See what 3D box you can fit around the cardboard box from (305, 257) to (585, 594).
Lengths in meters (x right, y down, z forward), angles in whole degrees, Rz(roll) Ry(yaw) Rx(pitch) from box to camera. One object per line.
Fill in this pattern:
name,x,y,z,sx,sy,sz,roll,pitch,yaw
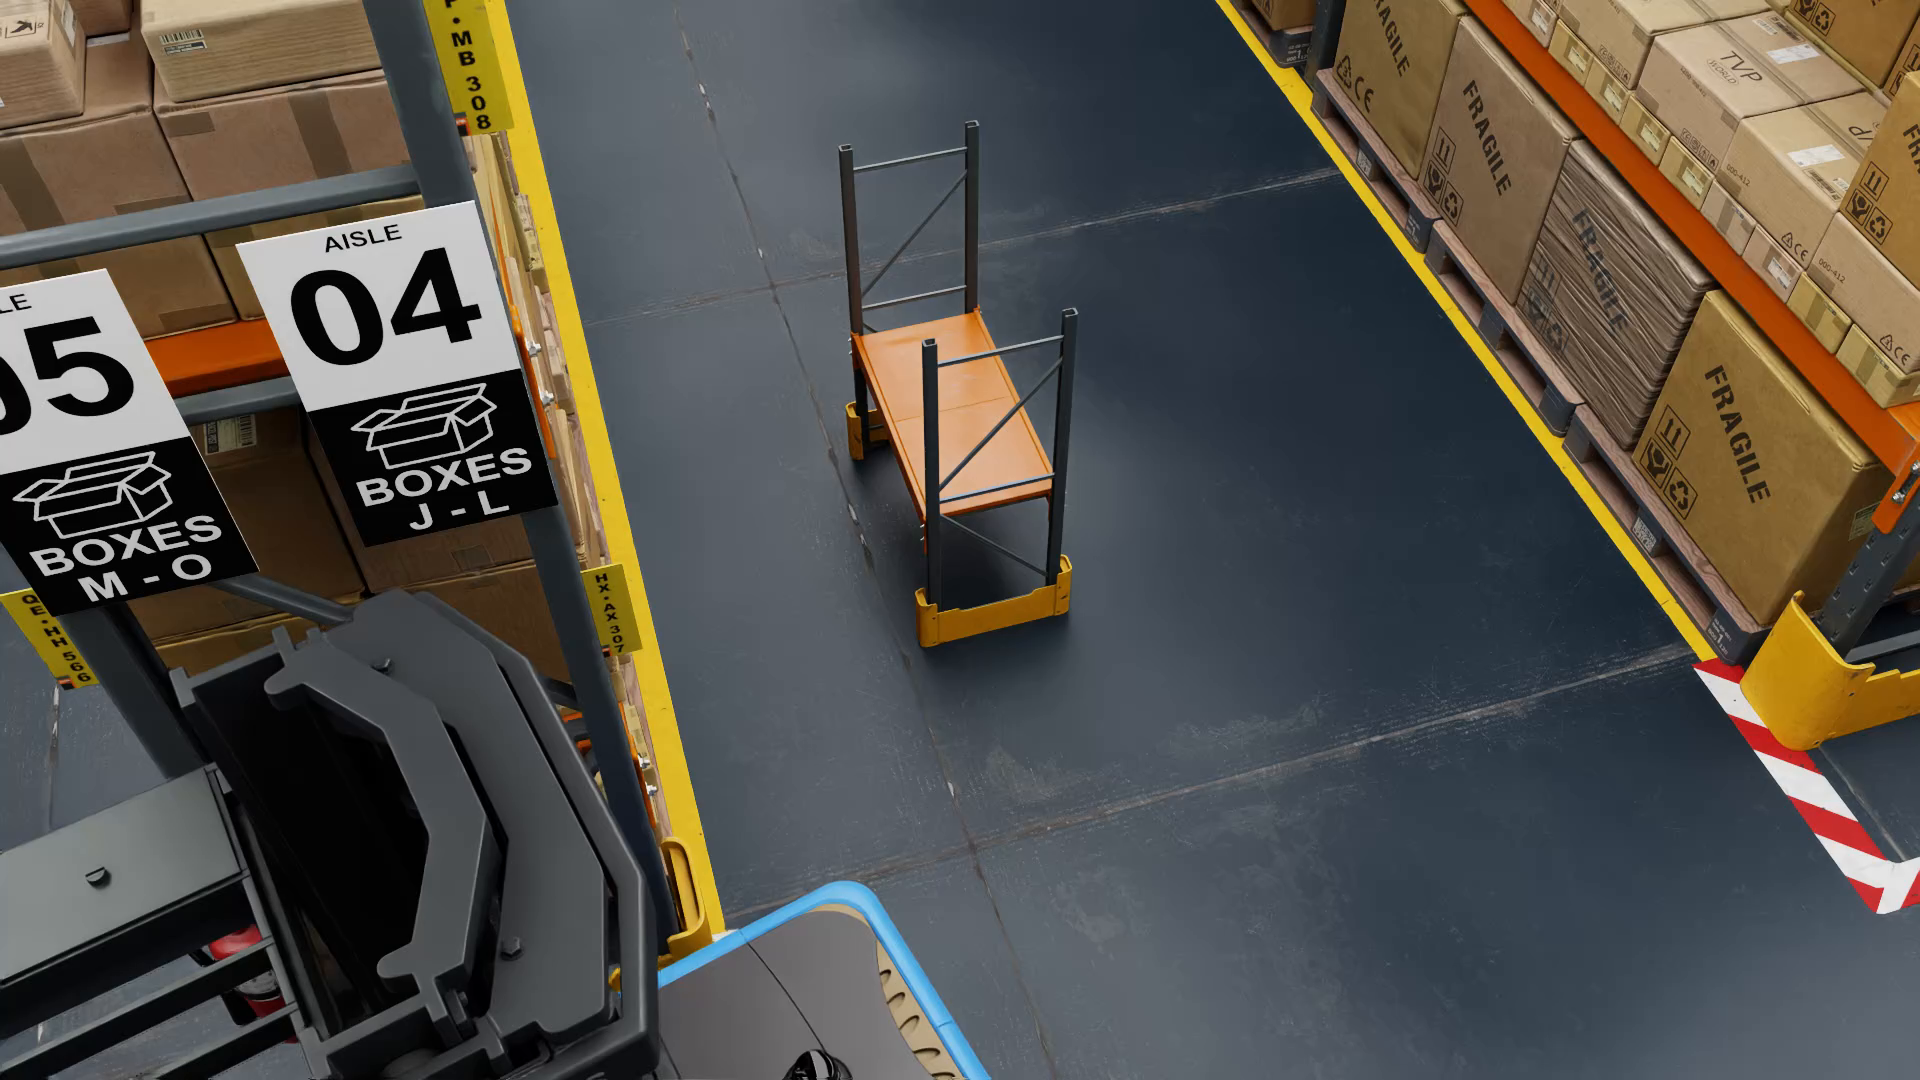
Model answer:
cardboard box,-1.209,-0.269,3.891,0.500,0.500,0.500,-14,51,-11

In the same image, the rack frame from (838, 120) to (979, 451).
rack frame,-0.176,-0.917,6.332,0.500,1.500,0.032,-13,51,-11

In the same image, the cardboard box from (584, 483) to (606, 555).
cardboard box,-1.543,-0.033,6.195,0.380,0.149,0.250,-16,52,-13

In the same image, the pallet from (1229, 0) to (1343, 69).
pallet,1.955,-3.048,8.971,1.003,0.211,1.213,-13,51,-11

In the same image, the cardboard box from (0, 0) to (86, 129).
cardboard box,-1.709,-0.815,2.814,0.380,0.149,0.250,-14,51,-11

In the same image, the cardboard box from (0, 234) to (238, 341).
cardboard box,-1.717,-0.622,3.238,0.500,0.250,0.500,-14,51,-12

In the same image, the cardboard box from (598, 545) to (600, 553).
cardboard box,-1.256,-0.046,4.781,0.380,0.149,0.250,-15,51,-12

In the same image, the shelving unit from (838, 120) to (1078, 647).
shelving unit,-0.023,-0.539,6.013,0.587,1.500,1.083,-13,51,-11

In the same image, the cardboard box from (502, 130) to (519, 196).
cardboard box,-1.802,-1.448,5.538,0.500,0.500,0.500,-14,51,-11

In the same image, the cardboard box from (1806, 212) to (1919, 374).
cardboard box,3.041,-0.820,5.173,0.500,0.250,0.500,-14,51,-12

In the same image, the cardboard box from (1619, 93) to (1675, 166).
cardboard box,2.638,-1.518,6.022,0.380,0.149,0.250,-13,51,-11

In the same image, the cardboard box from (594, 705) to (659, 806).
cardboard box,-1.160,0.701,5.187,0.380,0.149,0.250,-15,52,-13

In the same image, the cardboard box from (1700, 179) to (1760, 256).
cardboard box,2.793,-1.140,5.703,0.380,0.149,0.250,-13,51,-10

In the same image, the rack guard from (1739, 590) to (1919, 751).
rack guard,3.445,0.345,5.922,1.175,0.500,0.348,-13,51,-11

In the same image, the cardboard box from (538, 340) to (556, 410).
cardboard box,-1.381,-0.334,4.600,0.500,0.500,0.500,-13,51,-11

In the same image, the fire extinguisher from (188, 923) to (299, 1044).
fire extinguisher,-1.696,1.003,4.027,0.296,0.674,0.183,-13,51,-11

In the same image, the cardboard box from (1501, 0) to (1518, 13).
cardboard box,2.336,-2.265,6.652,0.380,0.149,0.250,-14,51,-11

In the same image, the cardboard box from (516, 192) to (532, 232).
cardboard box,-2.024,-1.312,7.079,0.380,0.149,0.250,-16,52,-13

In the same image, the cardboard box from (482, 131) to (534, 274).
cardboard box,-1.497,-1.021,4.525,0.500,0.500,0.500,-14,51,-12

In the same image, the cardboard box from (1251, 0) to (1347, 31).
cardboard box,2.047,-3.313,8.486,1.225,0.875,0.875,-13,51,-11

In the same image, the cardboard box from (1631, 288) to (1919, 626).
cardboard box,3.172,-0.378,6.012,0.875,0.875,0.875,-13,51,-11

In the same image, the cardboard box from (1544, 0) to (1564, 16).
cardboard box,2.445,-2.304,6.423,0.500,0.250,0.500,-12,51,-10

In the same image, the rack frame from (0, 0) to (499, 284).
rack frame,-1.330,-1.364,1.804,1.000,3.000,0.127,-13,51,-11

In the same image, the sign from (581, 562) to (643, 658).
sign,-0.812,0.167,3.870,0.100,0.325,0.005,-13,51,-11

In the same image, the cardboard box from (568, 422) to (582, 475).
cardboard box,-1.568,-0.255,5.994,0.380,0.149,0.250,-13,51,-10

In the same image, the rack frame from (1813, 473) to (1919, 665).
rack frame,3.438,-0.478,4.981,1.000,3.000,0.127,-13,51,-11

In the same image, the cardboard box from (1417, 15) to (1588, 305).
cardboard box,2.640,-1.693,7.120,0.875,0.875,0.875,-13,51,-11

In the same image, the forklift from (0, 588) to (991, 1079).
forklift,-1.299,1.522,3.340,3.031,2.935,1.130,-25,54,-19

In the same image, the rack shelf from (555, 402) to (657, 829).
rack shelf,-1.921,-0.660,5.604,1.077,0.370,4.000,-13,51,-11

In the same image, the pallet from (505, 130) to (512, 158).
pallet,-2.744,-2.022,8.106,1.003,0.211,1.213,-13,51,-11

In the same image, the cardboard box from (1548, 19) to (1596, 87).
cardboard box,2.487,-1.890,6.335,0.380,0.149,0.250,-15,51,-12

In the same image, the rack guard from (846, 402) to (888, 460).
rack guard,-0.170,-0.500,6.798,0.587,0.250,0.087,-13,51,-11

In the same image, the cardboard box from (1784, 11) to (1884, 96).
cardboard box,3.249,-1.684,5.901,0.500,0.250,0.500,-15,51,-12

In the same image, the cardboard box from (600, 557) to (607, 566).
cardboard box,-1.396,0.233,5.777,0.380,0.149,0.250,-12,51,-10

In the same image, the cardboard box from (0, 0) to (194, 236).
cardboard box,-1.709,-0.789,3.052,0.500,0.250,0.500,-15,51,-12

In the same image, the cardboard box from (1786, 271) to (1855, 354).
cardboard box,2.940,-0.773,5.393,0.380,0.149,0.250,-13,51,-11

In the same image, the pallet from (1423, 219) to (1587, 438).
pallet,2.770,-1.035,7.275,1.003,0.211,1.213,-13,51,-11

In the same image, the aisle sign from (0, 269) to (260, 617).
aisle sign,-1.595,-0.148,3.002,0.394,0.787,0.004,-13,51,-11

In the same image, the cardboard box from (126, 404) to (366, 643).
cardboard box,-1.703,-0.159,3.798,0.500,0.500,0.500,-14,51,-12

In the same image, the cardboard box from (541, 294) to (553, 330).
cardboard box,-1.935,-0.972,6.987,0.380,0.149,0.250,-15,51,-12

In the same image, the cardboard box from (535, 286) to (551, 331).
cardboard box,-1.794,-0.818,6.468,0.380,0.149,0.250,-16,52,-13

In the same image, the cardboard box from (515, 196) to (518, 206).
cardboard box,-2.045,-1.382,6.944,0.380,0.149,0.250,-13,51,-11

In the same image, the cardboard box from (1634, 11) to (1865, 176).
cardboard box,2.741,-1.562,5.798,0.500,0.250,0.500,-15,51,-12

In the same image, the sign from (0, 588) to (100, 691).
sign,-1.866,0.205,3.441,0.100,0.325,0.005,-13,51,-11

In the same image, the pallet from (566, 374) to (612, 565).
pallet,-1.916,-0.078,6.468,1.003,0.211,1.213,-13,51,-11

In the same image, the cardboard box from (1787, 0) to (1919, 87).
cardboard box,3.247,-1.922,5.611,0.500,0.500,0.500,-15,51,-12
